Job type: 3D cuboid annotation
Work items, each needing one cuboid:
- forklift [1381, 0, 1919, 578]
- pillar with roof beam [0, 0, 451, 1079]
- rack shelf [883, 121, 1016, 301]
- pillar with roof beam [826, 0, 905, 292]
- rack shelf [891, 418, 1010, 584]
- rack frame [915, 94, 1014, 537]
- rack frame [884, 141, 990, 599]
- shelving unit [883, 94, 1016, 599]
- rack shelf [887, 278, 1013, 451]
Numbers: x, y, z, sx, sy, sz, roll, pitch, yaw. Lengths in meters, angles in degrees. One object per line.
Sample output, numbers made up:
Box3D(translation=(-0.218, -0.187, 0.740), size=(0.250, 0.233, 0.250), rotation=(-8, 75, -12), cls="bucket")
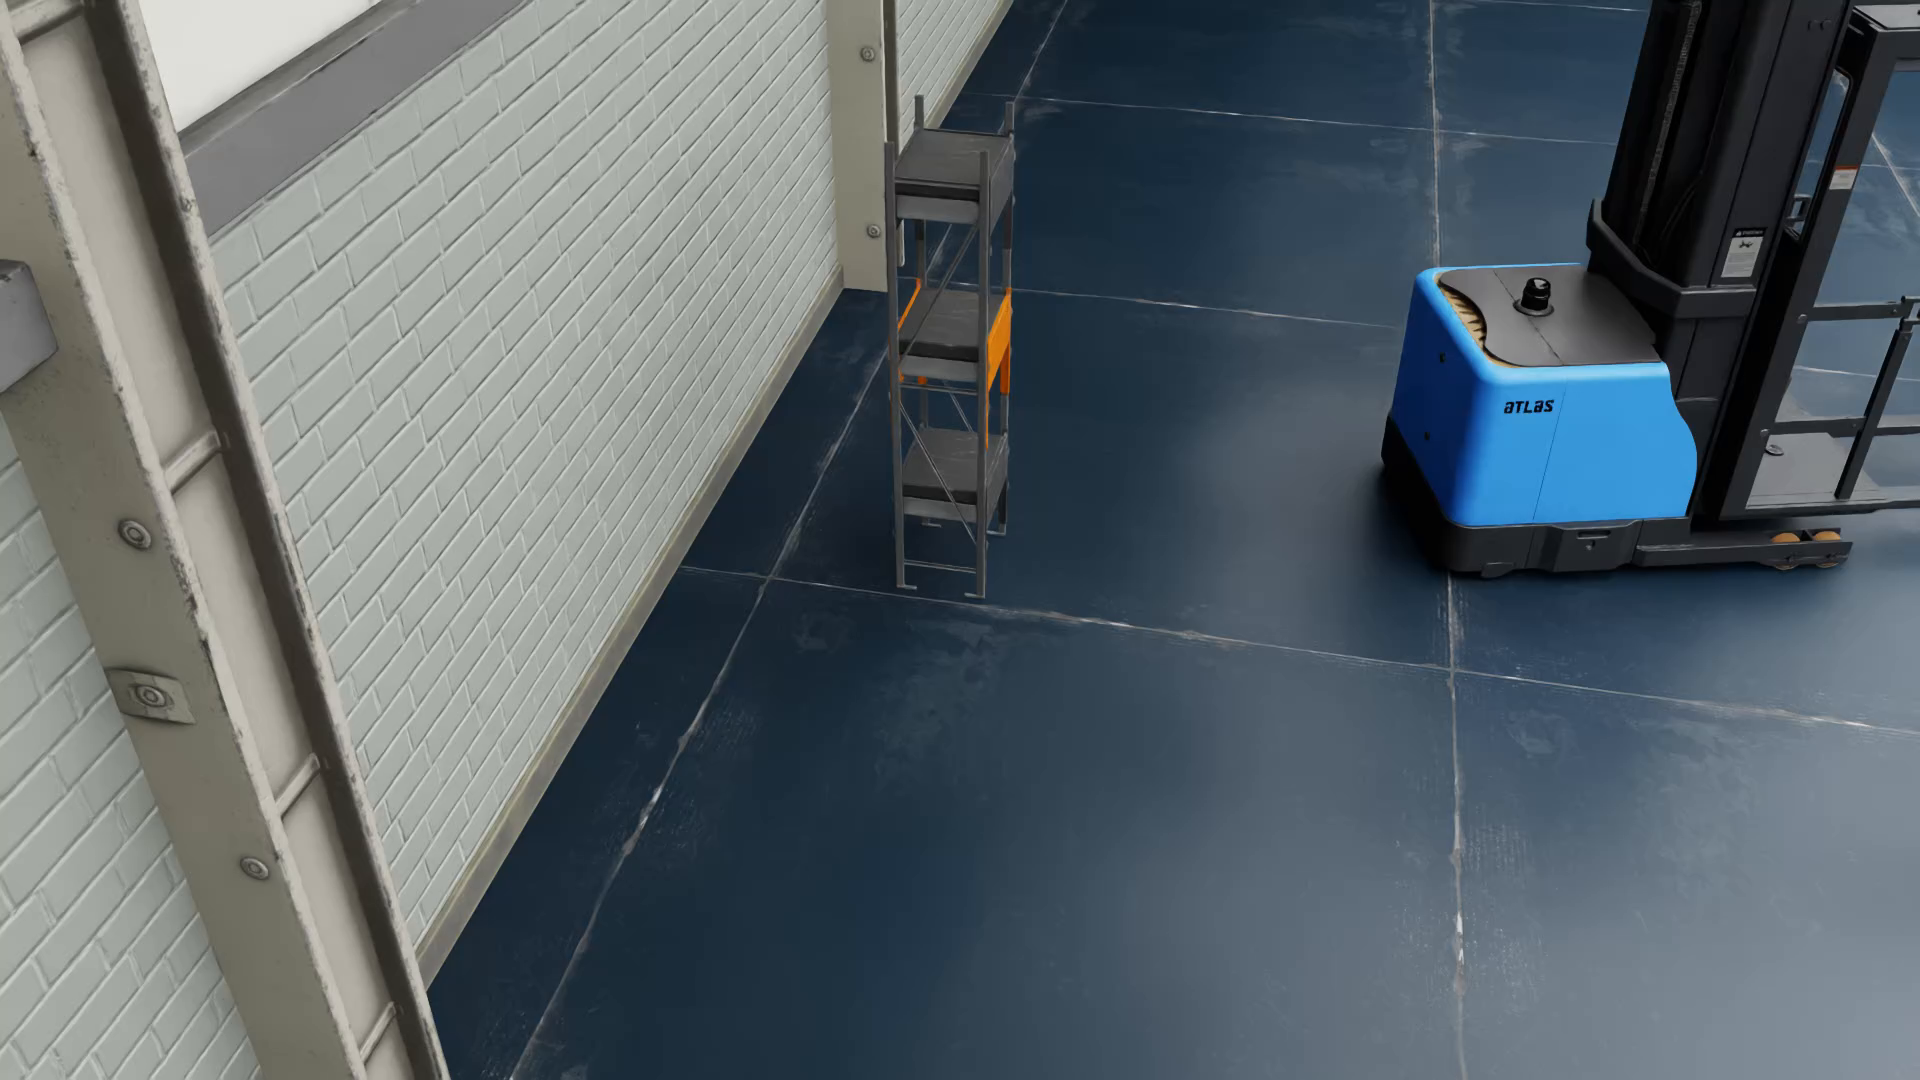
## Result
Box3D(translation=(3.618, -1.360, 7.129), size=(3.031, 2.935, 1.130), rotation=(-3, 36, -4), cls="forklift")
Box3D(translation=(2.397, -1.252, 1.810), size=(9.100, 9.000, 0.400), rotation=(7, 37, 10), cls="pillar with roof beam")
Box3D(translation=(-0.035, -1.311, 6.600), size=(0.431, 0.518, 0.480), rotation=(7, 37, 10), cls="rack shelf")
Box3D(translation=(3.678, -4.692, 6.556), size=(9.100, 9.000, 0.400), rotation=(7, 37, 10), cls="pillar with roof beam")
Box3D(translation=(-0.035, -0.177, 7.422), size=(0.431, 0.518, 0.480), rotation=(7, 37, 10), cls="rack shelf")
Box3D(translation=(0.017, -0.895, 7.196), size=(0.400, 2.100, 0.015), rotation=(7, 37, 10), cls="rack frame")
Box3D(translation=(-0.087, -0.615, 6.810), size=(0.400, 2.100, 0.015), rotation=(7, 37, 10), cls="rack frame")
Box3D(translation=(-0.035, -0.755, 7.003), size=(0.431, 2.100, 0.503), rotation=(7, 37, 10), cls="shelving unit")
Box3D(translation=(-0.035, -0.744, 7.011), size=(0.431, 0.518, 0.480), rotation=(7, 37, 10), cls="rack shelf")
